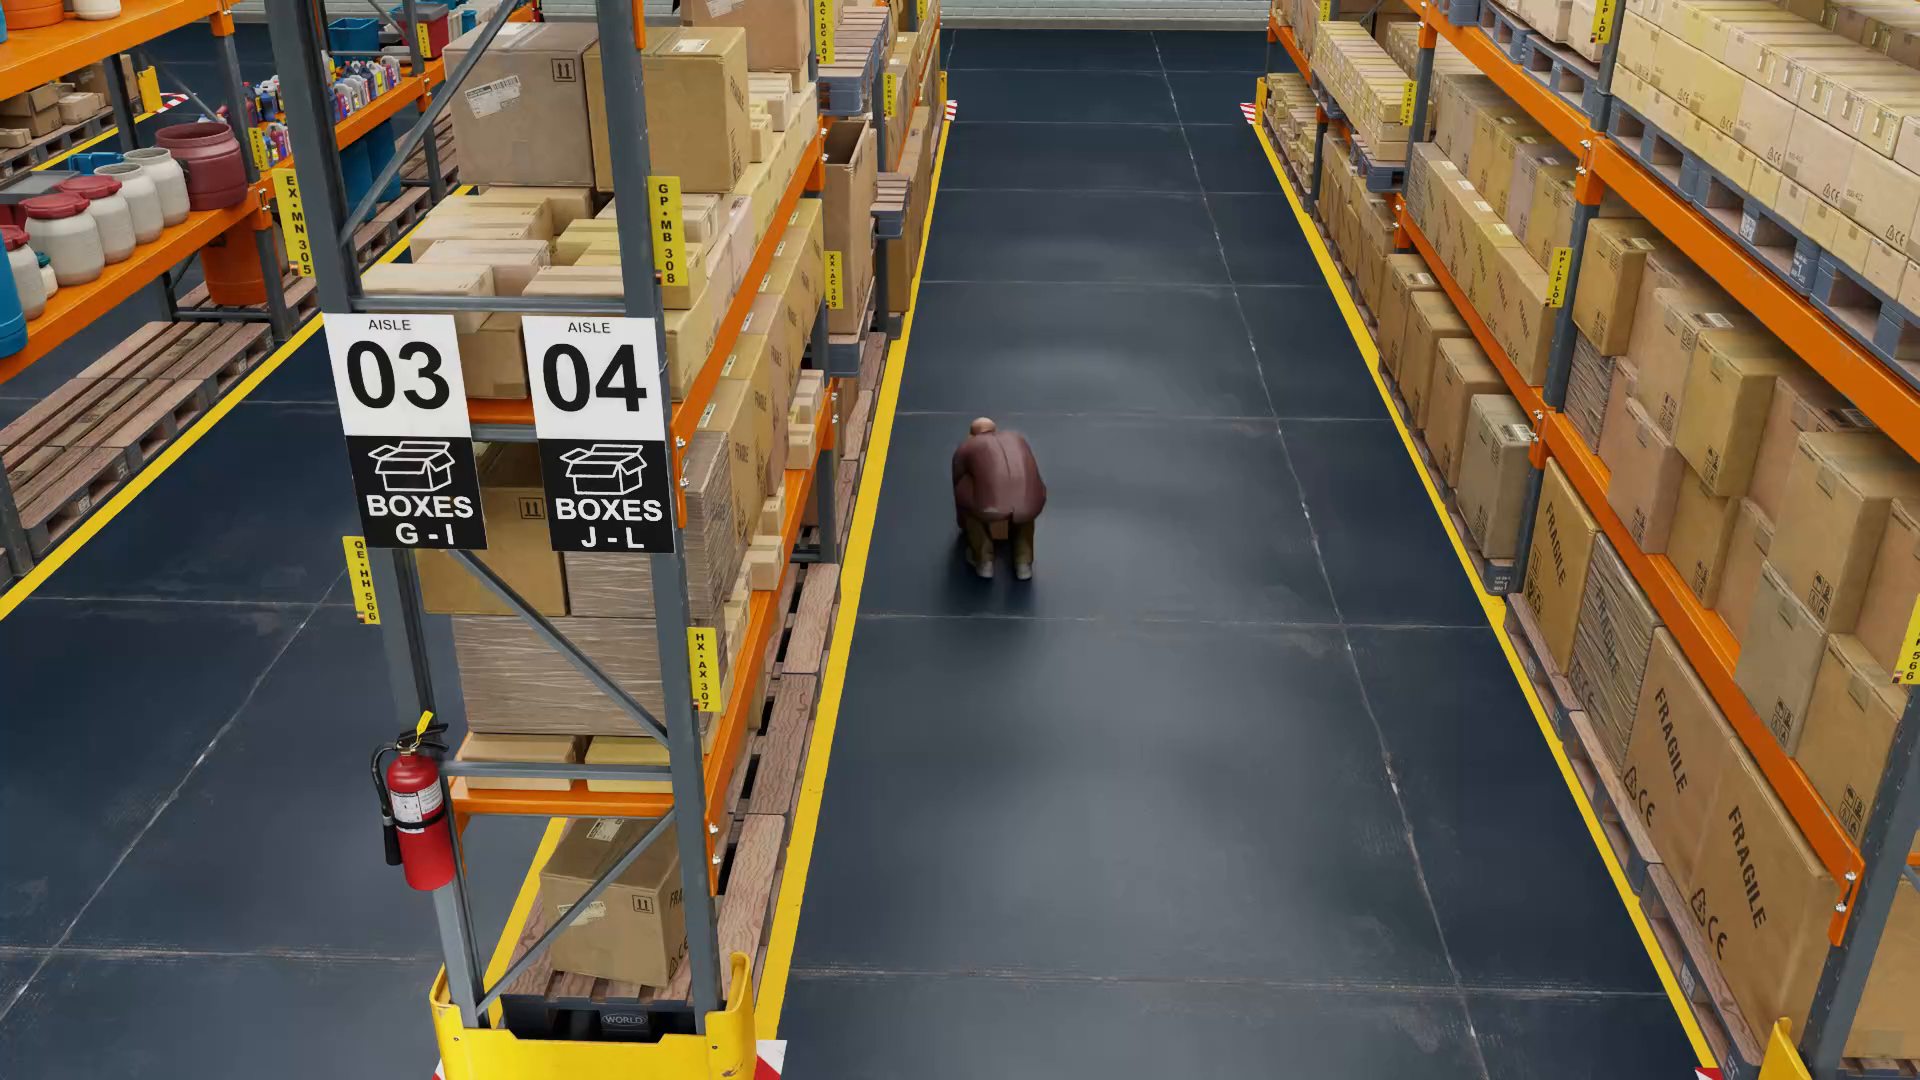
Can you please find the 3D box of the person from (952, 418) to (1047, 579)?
[{"bbox_3d":[0.230,-0.249,10.185,0.573,0.823,0.972,-4,28,-7],"label":"person"}]
